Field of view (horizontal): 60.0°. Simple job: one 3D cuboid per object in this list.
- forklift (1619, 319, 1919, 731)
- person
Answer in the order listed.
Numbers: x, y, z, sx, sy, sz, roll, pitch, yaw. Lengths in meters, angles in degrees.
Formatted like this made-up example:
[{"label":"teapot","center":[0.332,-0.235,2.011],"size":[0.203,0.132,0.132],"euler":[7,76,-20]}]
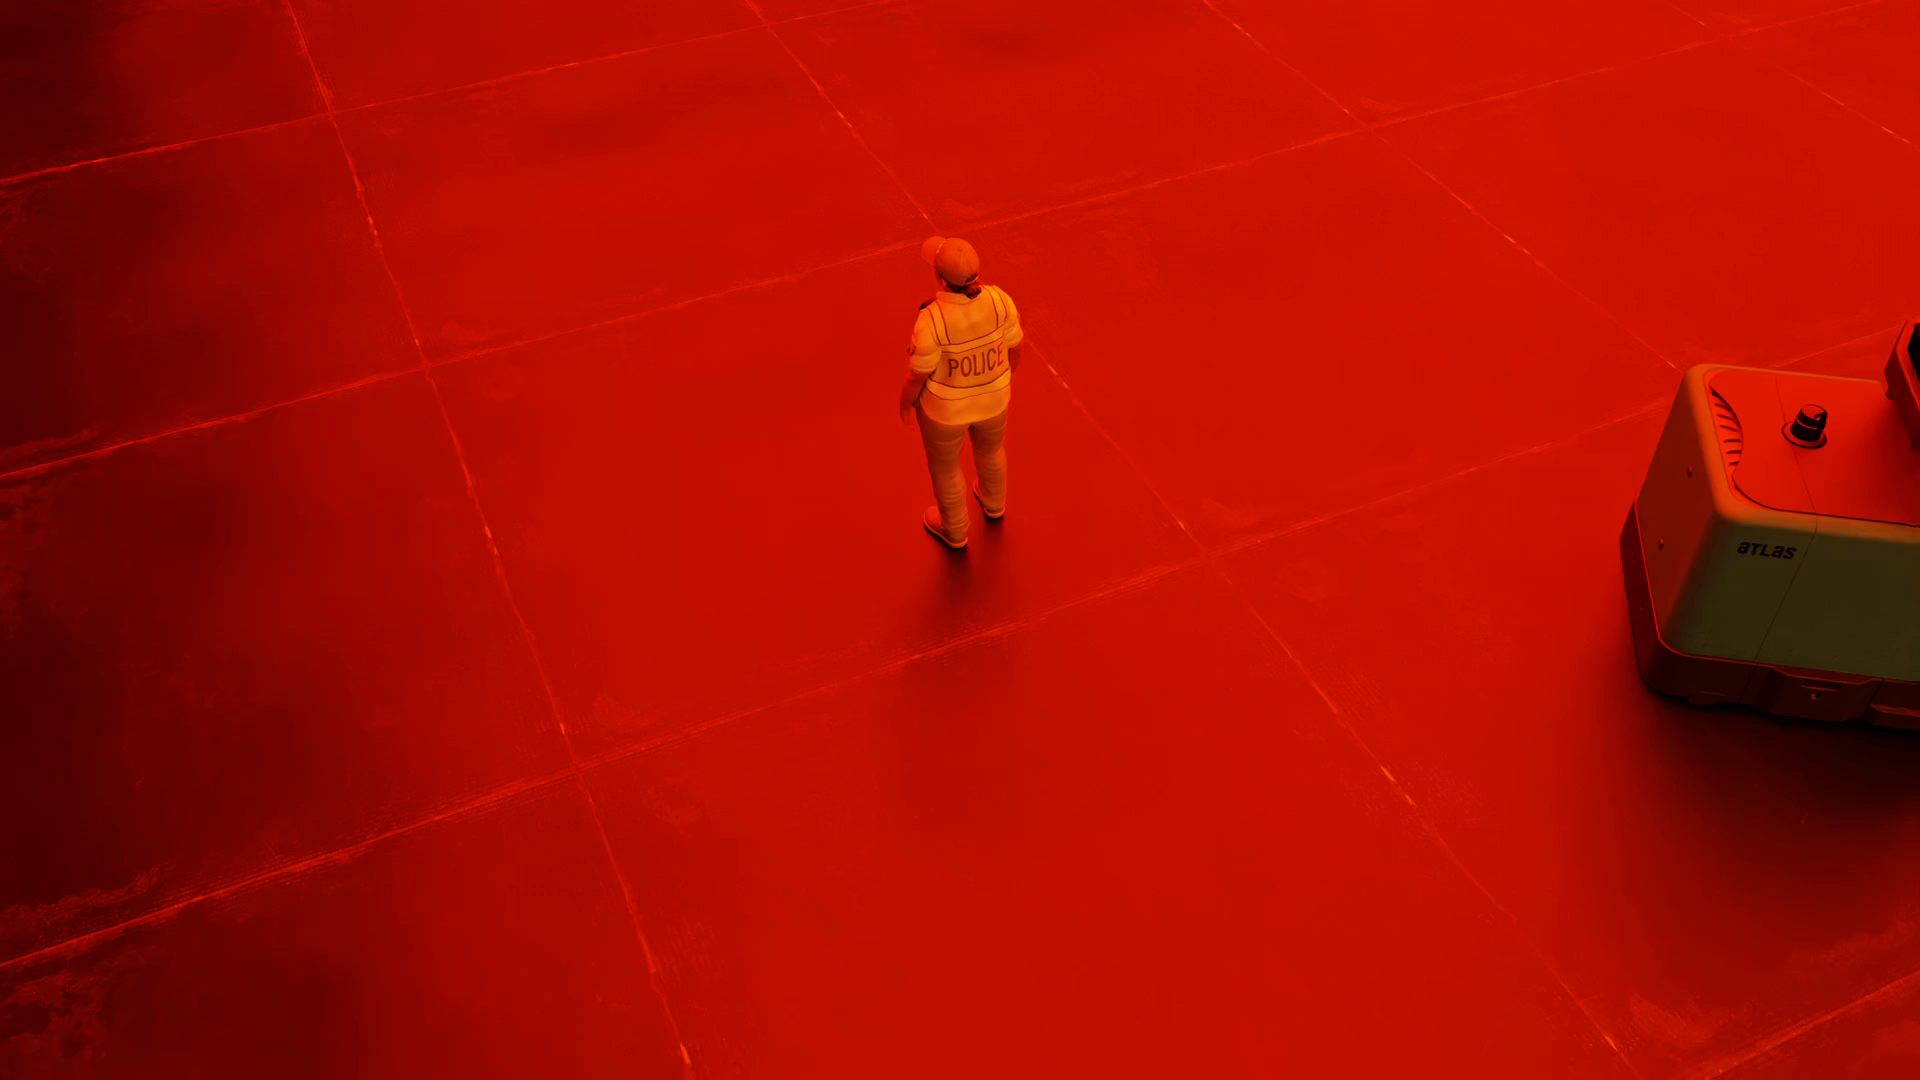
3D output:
[{"label":"forklift","center":[4.478,-0.549,6.269],"size":[3.031,2.935,1.130],"euler":[7,43,7]},{"label":"person","center":[-0.011,-0.669,7.312],"size":[0.598,1.670,0.529],"euler":[-18,46,-18]}]
